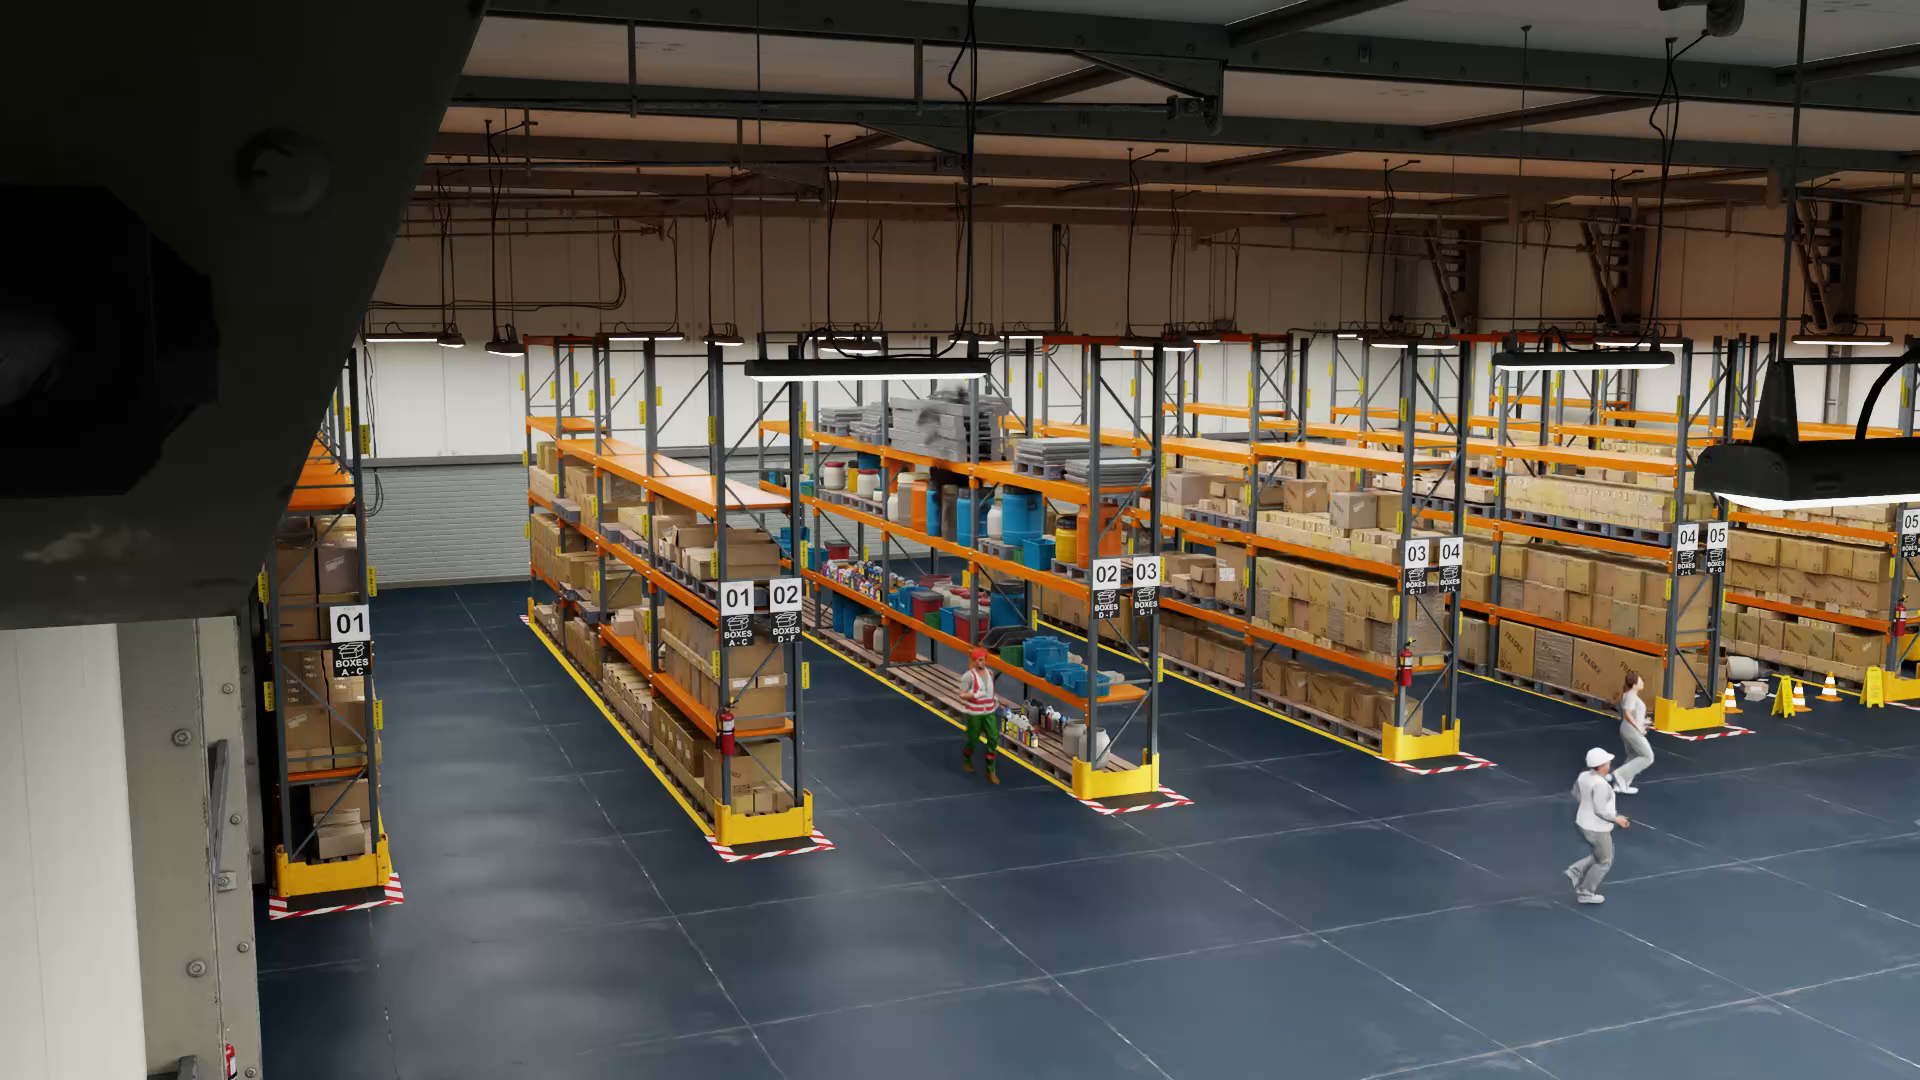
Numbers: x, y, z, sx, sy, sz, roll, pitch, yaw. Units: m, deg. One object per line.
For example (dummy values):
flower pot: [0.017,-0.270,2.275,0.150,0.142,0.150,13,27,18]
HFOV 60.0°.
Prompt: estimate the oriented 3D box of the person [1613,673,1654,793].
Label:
person: [9.004,2.578,22.183,0.544,1.626,0.540,1,8,9]

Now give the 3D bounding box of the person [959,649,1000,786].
person: [0.276,2.401,22.818,0.640,1.830,0.797,-4,8,-26]

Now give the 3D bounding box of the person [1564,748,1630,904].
person: [6.898,3.090,17.996,0.576,1.725,0.638,0,8,1]
